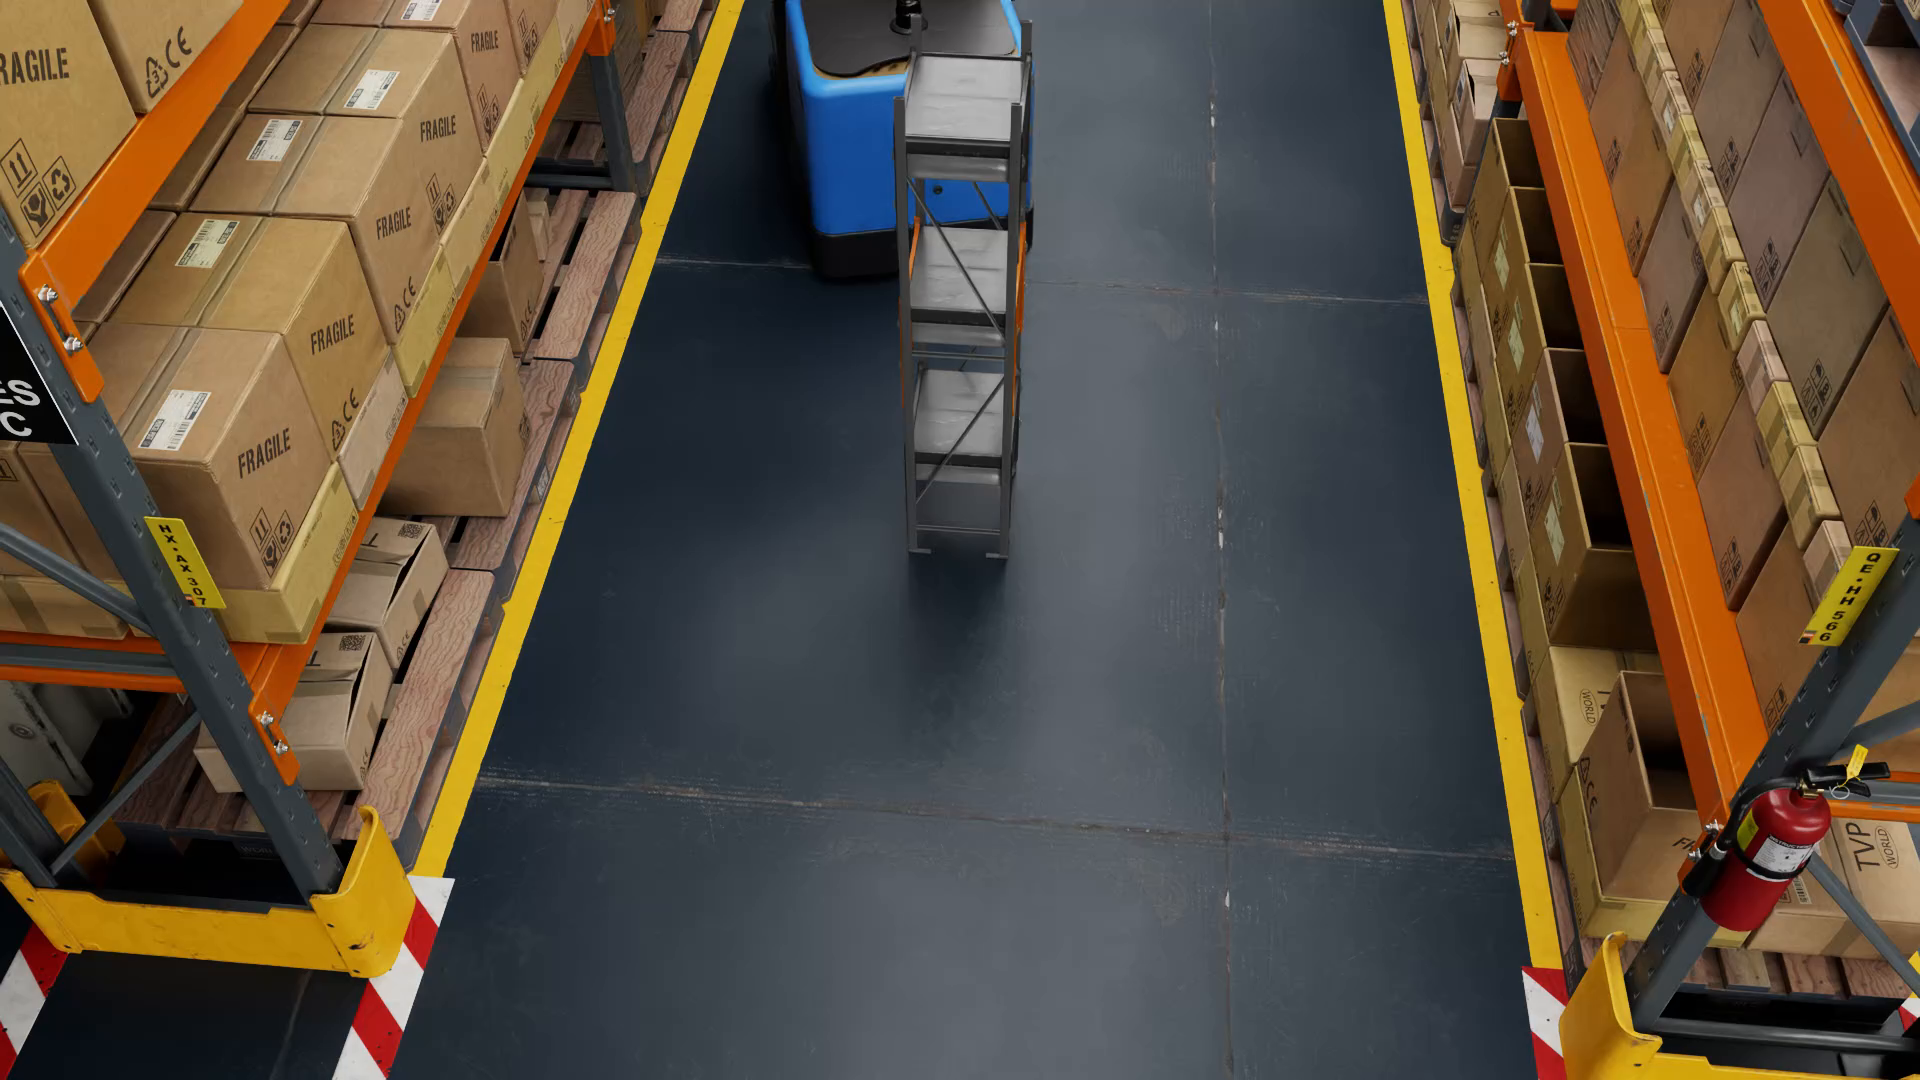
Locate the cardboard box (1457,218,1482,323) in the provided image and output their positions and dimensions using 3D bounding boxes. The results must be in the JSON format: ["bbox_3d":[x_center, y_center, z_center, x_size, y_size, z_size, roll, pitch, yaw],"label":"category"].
[{"bbox_3d":[2.513,-1.188,7.383,0.500,0.250,0.500,4,48,4],"label":"cardboard box"}]

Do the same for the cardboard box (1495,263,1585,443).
[{"bbox_3d":[2.412,-0.707,6.434,0.500,0.500,0.500,4,48,4],"label":"cardboard box"}]

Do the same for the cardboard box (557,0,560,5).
[{"bbox_3d":[-1.812,-2.466,6.553,0.500,0.500,0.500,4,48,3],"label":"cardboard box"}]

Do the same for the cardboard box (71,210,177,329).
[{"bbox_3d":[-2.554,-0.625,4.869,0.500,0.500,0.500,4,48,4],"label":"cardboard box"}]

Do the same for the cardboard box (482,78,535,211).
[{"bbox_3d":[-1.902,-1.477,6.156,0.500,0.250,0.500,4,48,3],"label":"cardboard box"}]

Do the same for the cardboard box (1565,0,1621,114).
[{"bbox_3d":[2.823,-2.002,6.480,0.700,0.500,0.500,3,48,3],"label":"cardboard box"}]

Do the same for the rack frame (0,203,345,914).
[{"bbox_3d":[-2.441,0.314,4.430,1.000,3.000,0.127,4,48,4],"label":"rack frame"}]

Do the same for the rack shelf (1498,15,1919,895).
[{"bbox_3d":[2.675,-0.582,5.737,1.077,0.370,4.000,4,48,4],"label":"rack shelf"}]

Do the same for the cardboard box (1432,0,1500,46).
[{"bbox_3d":[2.697,-2.764,8.444,0.500,0.311,0.500,4,48,3],"label":"cardboard box"}]

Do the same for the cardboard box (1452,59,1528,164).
[{"bbox_3d":[2.608,-2.015,7.759,0.500,0.311,0.500,4,48,4],"label":"cardboard box"}]

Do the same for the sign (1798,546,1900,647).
[{"bbox_3d":[1.953,0.127,3.656,0.100,0.325,0.005,4,48,4],"label":"sign"}]

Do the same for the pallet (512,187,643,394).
[{"bbox_3d":[-2.102,-1.188,7.694,1.003,0.211,1.213,4,48,4],"label":"pallet"}]

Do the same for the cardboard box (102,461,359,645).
[{"bbox_3d":[-2.080,0.021,4.786,0.500,0.250,0.500,3,48,2],"label":"cardboard box"}]

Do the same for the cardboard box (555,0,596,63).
[{"bbox_3d":[-1.818,-2.213,6.829,0.500,0.250,0.500,4,48,4],"label":"cardboard box"}]

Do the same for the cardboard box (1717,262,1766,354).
[{"bbox_3d":[2.432,-0.660,4.813,0.380,0.149,0.250,5,48,5],"label":"cardboard box"}]

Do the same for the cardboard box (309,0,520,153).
[{"bbox_3d":[-1.908,-1.730,5.879,0.500,0.500,0.500,3,48,2],"label":"cardboard box"}]

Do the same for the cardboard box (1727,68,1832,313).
[{"bbox_3d":[2.640,-0.965,4.653,0.700,0.500,0.500,4,48,4],"label":"cardboard box"}]

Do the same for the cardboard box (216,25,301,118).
[{"bbox_3d":[-2.465,-1.375,5.555,0.500,0.500,0.500,4,48,4],"label":"cardboard box"}]

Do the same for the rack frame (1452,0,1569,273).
[{"bbox_3d":[2.857,-2.295,6.816,1.000,3.000,0.127,4,48,4],"label":"rack frame"}]

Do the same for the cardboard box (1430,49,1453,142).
[{"bbox_3d":[2.654,-2.204,8.312,0.500,0.250,0.500,3,48,3],"label":"cardboard box"}]

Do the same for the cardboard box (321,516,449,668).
[{"bbox_3d":[-2.236,0.152,6.102,0.500,0.311,0.500,7,48,7],"label":"cardboard box"}]

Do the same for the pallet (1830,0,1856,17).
[{"bbox_3d":[2.691,-1.755,4.349,1.003,0.211,1.213,4,48,4],"label":"pallet"}]

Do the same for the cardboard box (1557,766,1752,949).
[{"bbox_3d":[2.247,1.017,5.366,0.500,0.250,0.500,4,48,4],"label":"cardboard box"}]

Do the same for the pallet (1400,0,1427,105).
[{"bbox_3d":[2.994,-2.797,9.165,1.003,0.211,1.213,4,48,4],"label":"pallet"}]

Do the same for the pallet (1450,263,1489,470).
[{"bbox_3d":[2.743,-0.772,7.313,1.003,0.211,1.213,4,48,4],"label":"pallet"}]

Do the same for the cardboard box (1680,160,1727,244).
[{"bbox_3d":[2.477,-1.042,5.162,0.380,0.149,0.250,3,48,3],"label":"cardboard box"}]

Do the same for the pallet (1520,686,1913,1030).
[{"bbox_3d":[2.520,1.021,5.673,1.003,0.211,1.213,4,48,4],"label":"pallet"}]

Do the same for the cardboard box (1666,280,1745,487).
[{"bbox_3d":[2.642,-0.482,5.090,0.700,0.500,0.500,4,48,4],"label":"cardboard box"}]

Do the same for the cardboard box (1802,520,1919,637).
[{"bbox_3d":[2.338,0.098,4.120,0.380,0.149,0.250,3,48,3],"label":"cardboard box"}]

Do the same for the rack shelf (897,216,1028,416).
[{"bbox_3d":[0.015,-0.821,6.097,0.431,0.518,0.480,4,48,4],"label":"rack shelf"}]

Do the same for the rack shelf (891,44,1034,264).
[{"bbox_3d":[0.015,-1.294,5.580,0.431,0.518,0.480,4,48,4],"label":"rack shelf"}]

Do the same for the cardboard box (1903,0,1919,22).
[{"bbox_3d":[2.335,-1.370,3.660,0.500,0.250,0.500,4,48,4],"label":"cardboard box"}]

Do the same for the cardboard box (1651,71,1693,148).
[{"bbox_3d":[2.526,-1.416,5.505,0.380,0.149,0.250,3,48,2],"label":"cardboard box"}]

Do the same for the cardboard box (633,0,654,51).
[{"bbox_3d":[-2.029,-2.855,8.724,0.700,0.500,0.500,3,48,3],"label":"cardboard box"}]

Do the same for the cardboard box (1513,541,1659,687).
[{"bbox_3d":[2.325,0.281,6.039,0.500,0.250,0.500,4,48,4],"label":"cardboard box"}]

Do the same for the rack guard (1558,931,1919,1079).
[{"bbox_3d":[2.490,1.506,5.034,1.175,0.500,0.348,4,48,4],"label":"rack guard"}]

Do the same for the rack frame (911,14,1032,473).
[{"bbox_3d":[0.037,-1.010,6.250,0.400,2.100,0.015,4,48,4],"label":"rack frame"}]

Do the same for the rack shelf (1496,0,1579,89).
[{"bbox_3d":[3.039,-3.522,8.426,1.077,0.370,4.000,4,48,4],"label":"rack shelf"}]

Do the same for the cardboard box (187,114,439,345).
[{"bbox_3d":[-1.990,-0.967,5.182,0.500,0.500,0.500,2,48,2],"label":"cardboard box"}]

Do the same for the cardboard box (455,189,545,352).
[{"bbox_3d":[-2.131,-1.165,7.178,0.500,0.500,0.500,1,48,1],"label":"cardboard box"}]

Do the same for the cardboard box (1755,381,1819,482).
[{"bbox_3d":[2.383,-0.282,4.468,0.380,0.149,0.250,3,48,3],"label":"cardboard box"}]

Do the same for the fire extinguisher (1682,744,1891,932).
[{"bbox_3d":[2.019,0.726,4.105,0.296,0.674,0.183,4,48,4],"label":"fire extinguisher"}]

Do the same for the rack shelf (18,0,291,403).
[{"bbox_3d":[-2.259,-1.925,4.933,1.077,0.370,4.000,4,48,4],"label":"rack shelf"}]

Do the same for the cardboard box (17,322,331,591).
[{"bbox_3d":[-2.098,-0.226,4.503,0.500,0.500,0.500,4,48,4],"label":"cardboard box"}]

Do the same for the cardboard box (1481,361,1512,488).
[{"bbox_3d":[2.411,-0.454,6.711,0.500,0.250,0.500,4,48,4],"label":"cardboard box"}]

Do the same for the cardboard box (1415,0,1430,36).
[{"bbox_3d":[2.748,-2.954,8.998,0.500,0.250,0.500,5,48,4],"label":"cardboard box"}]

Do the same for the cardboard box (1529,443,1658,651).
[{"bbox_3d":[2.322,0.028,5.762,0.500,0.500,0.500,4,48,4],"label":"cardboard box"}]

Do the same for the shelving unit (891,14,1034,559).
[{"bbox_3d":[0.015,-0.830,6.086,0.431,2.100,0.503,4,48,4],"label":"shelving unit"}]

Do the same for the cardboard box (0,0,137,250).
[{"bbox_3d":[-2.161,-0.967,3.488,0.500,0.500,0.500,5,48,5],"label":"cardboard box"}]

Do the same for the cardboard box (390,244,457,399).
[{"bbox_3d":[-1.995,-0.736,5.478,0.500,0.250,0.500,3,48,3],"label":"cardboard box"}]

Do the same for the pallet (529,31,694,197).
[{"bbox_3d":[-2.007,-2.256,8.670,1.003,0.211,1.213,4,48,4],"label":"pallet"}]

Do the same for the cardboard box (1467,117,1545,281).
[{"bbox_3d":[2.503,-1.442,7.106,0.500,0.500,0.500,4,48,4],"label":"cardboard box"}]

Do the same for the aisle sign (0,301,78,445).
[{"bbox_3d":[-2.149,-0.490,3.404,0.394,0.787,0.004,4,48,4],"label":"aisle sign"}]

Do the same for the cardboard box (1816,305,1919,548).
[{"bbox_3d":[2.553,-0.208,3.961,0.700,0.500,0.500,4,48,4],"label":"cardboard box"}]

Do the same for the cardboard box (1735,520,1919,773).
[{"bbox_3d":[2.548,0.269,4.404,0.700,0.500,0.500,4,48,4],"label":"cardboard box"}]

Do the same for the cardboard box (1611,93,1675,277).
[{"bbox_3d":[2.732,-1.245,5.789,0.700,0.500,0.500,5,48,4],"label":"cardboard box"}]

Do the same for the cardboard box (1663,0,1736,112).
[{"bbox_3d":[2.732,-1.700,5.326,0.700,0.500,0.500,4,48,4],"label":"cardboard box"}]

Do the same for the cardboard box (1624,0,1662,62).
[{"bbox_3d":[2.573,-1.796,5.852,0.380,0.149,0.250,3,48,3],"label":"cardboard box"}]

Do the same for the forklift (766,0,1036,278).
[{"bbox_3d":[-0.419,-3.322,7.802,1.130,2.935,3.031,-7,48,-7],"label":"forklift"}]
